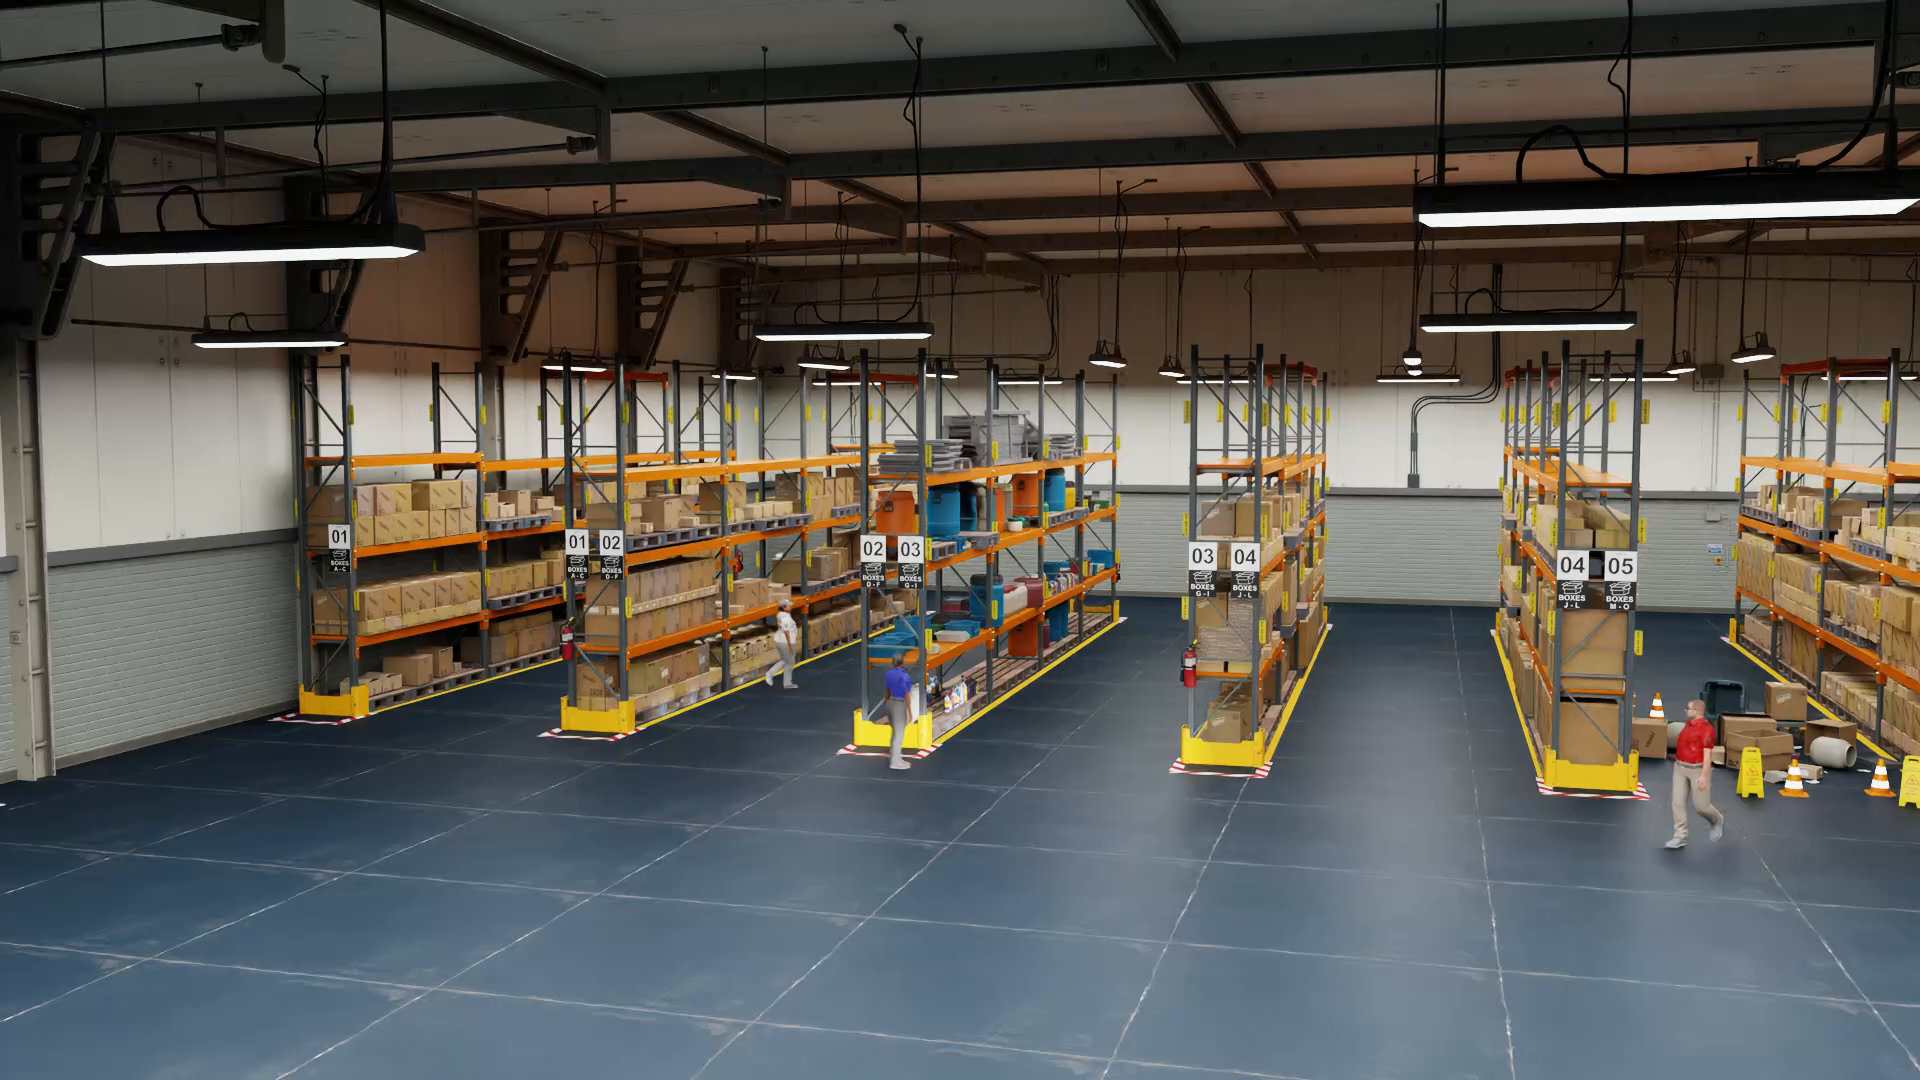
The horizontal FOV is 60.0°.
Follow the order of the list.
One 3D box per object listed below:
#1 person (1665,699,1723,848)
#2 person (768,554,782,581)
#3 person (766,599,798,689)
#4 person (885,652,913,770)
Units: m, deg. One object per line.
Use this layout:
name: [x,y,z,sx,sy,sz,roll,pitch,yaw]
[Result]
person: [8.519,2.691,19.228,0.747,1.714,0.488,-3,5,-37]
person: [-4.260,1.191,38.963,0.512,1.743,0.975,1,4,14]
person: [-3.198,1.893,30.184,0.589,1.655,0.500,-3,5,-31]
person: [-0.832,2.420,23.619,0.434,1.677,0.523,-3,5,-30]
